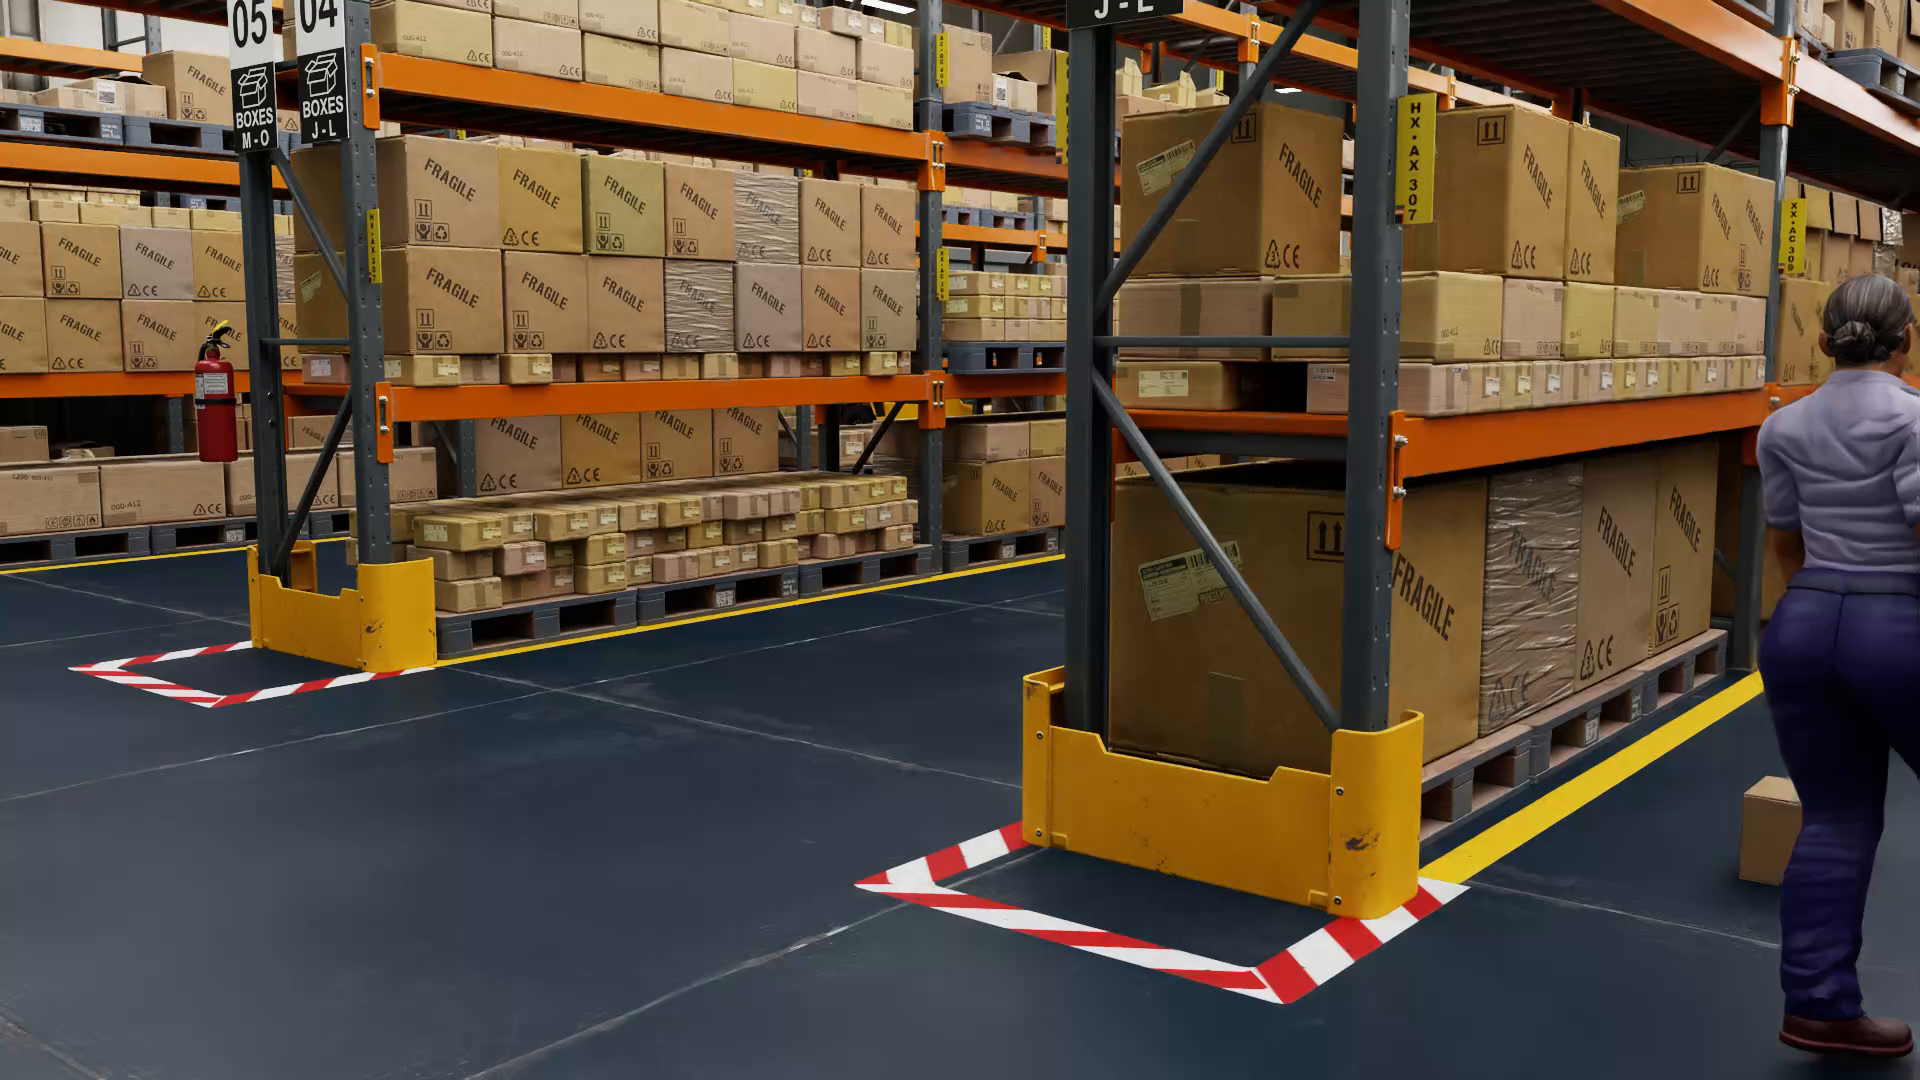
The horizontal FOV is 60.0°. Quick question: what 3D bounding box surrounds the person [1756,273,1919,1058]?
[{"bbox_3d":[1.979,0.293,3.521,0.597,1.698,0.560,-4,8,-31],"label":"person"}]
